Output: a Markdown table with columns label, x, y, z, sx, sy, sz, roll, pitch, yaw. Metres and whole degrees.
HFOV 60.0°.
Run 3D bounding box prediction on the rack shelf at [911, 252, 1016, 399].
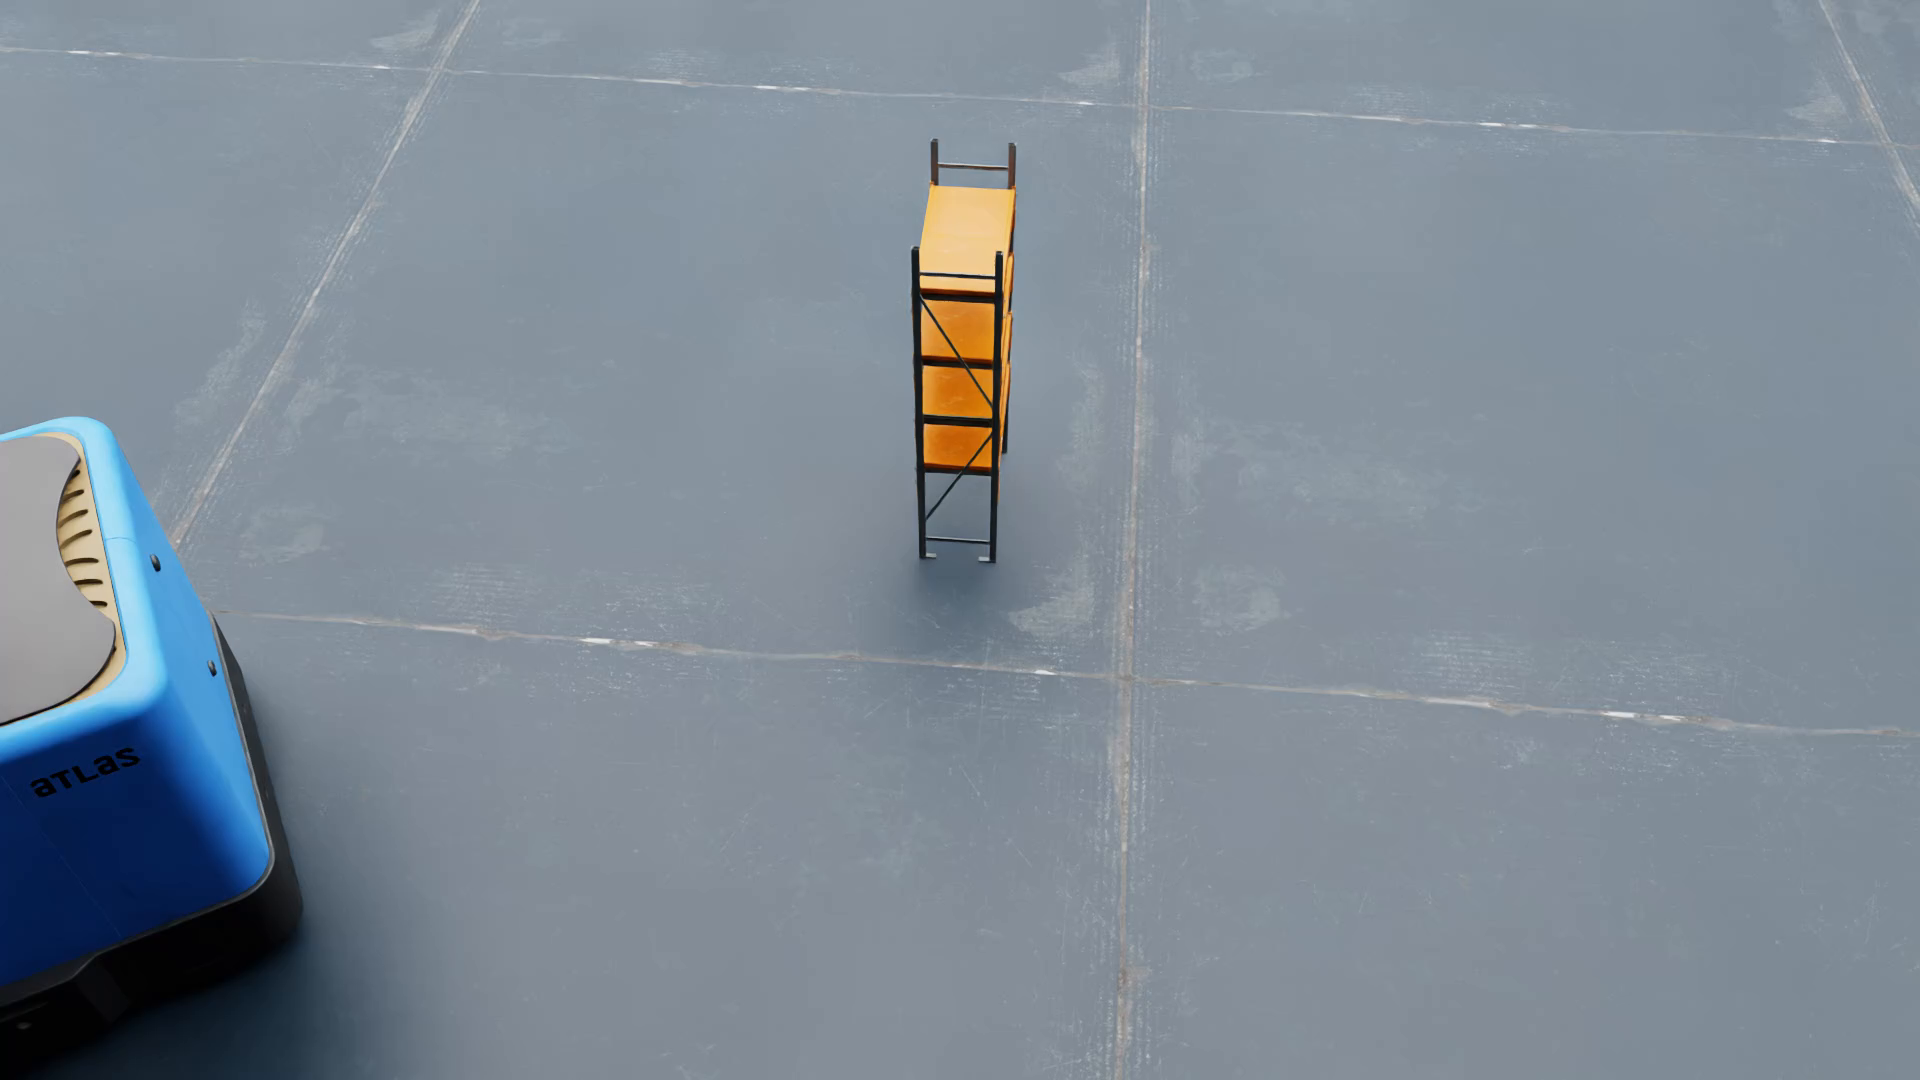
| label | x | y | z | sx | sy | sz | roll | pitch | yaw |
| --- | --- | --- | --- | --- | --- | --- | --- | --- | --- |
| rack shelf | 0.015 | -0.632 | 4.803 | 0.258 | 0.148 | 0.480 | 4 | 48 | 4 |

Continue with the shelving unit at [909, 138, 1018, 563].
| label | x | y | z | sx | sy | sz | roll | pitch | yaw |
| --- | --- | --- | --- | --- | --- | --- | --- | --- | --- |
| shelving unit | 0.015 | -0.527 | 4.919 | 0.258 | 1.200 | 0.503 | 4 | 48 | 4 |

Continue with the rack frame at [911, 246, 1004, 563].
| label | x | y | z | sx | sy | sz | roll | pitch | yaw |
| --- | --- | --- | --- | --- | --- | --- | --- | --- | --- |
| rack frame | -0.007 | -0.347 | 4.755 | 0.240 | 1.200 | 0.015 | 4 | 48 | 4 |

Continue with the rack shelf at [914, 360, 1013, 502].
| label | x | y | z | sx | sy | sz | roll | pitch | yaw |
| --- | --- | --- | --- | --- | --- | --- | --- | --- | --- |
| rack shelf | 0.015 | -0.347 | 5.115 | 0.258 | 0.148 | 0.480 | 4 | 48 | 4 |

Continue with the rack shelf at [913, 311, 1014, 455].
| label | x | y | z | sx | sy | sz | roll | pitch | yaw |
| --- | --- | --- | --- | --- | --- | --- | --- | --- | --- |
| rack shelf | 0.015 | -0.481 | 4.968 | 0.258 | 0.148 | 0.480 | 4 | 48 | 4 |

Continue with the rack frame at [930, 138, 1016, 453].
| label | x | y | z | sx | sy | sz | roll | pitch | yaw |
| --- | --- | --- | --- | --- | --- | --- | --- | --- | --- |
| rack frame | 0.037 | -0.706 | 5.083 | 0.240 | 1.200 | 0.015 | 4 | 48 | 4 |

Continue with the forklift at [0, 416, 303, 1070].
| label | x | y | z | sx | sy | sz | roll | pitch | yaw |
| --- | --- | --- | --- | --- | --- | --- | --- | --- | --- |
| forklift | -3.243 | 0.215 | 3.067 | 3.031 | 2.935 | 1.130 | -20 | 51 | -18 |

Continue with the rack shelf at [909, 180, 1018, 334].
| label | x | y | z | sx | sy | sz | roll | pitch | yaw |
| --- | --- | --- | --- | --- | --- | --- | --- | --- | --- |
| rack shelf | 0.015 | -0.792 | 4.629 | 0.258 | 0.148 | 0.480 | 4 | 48 | 4 |
